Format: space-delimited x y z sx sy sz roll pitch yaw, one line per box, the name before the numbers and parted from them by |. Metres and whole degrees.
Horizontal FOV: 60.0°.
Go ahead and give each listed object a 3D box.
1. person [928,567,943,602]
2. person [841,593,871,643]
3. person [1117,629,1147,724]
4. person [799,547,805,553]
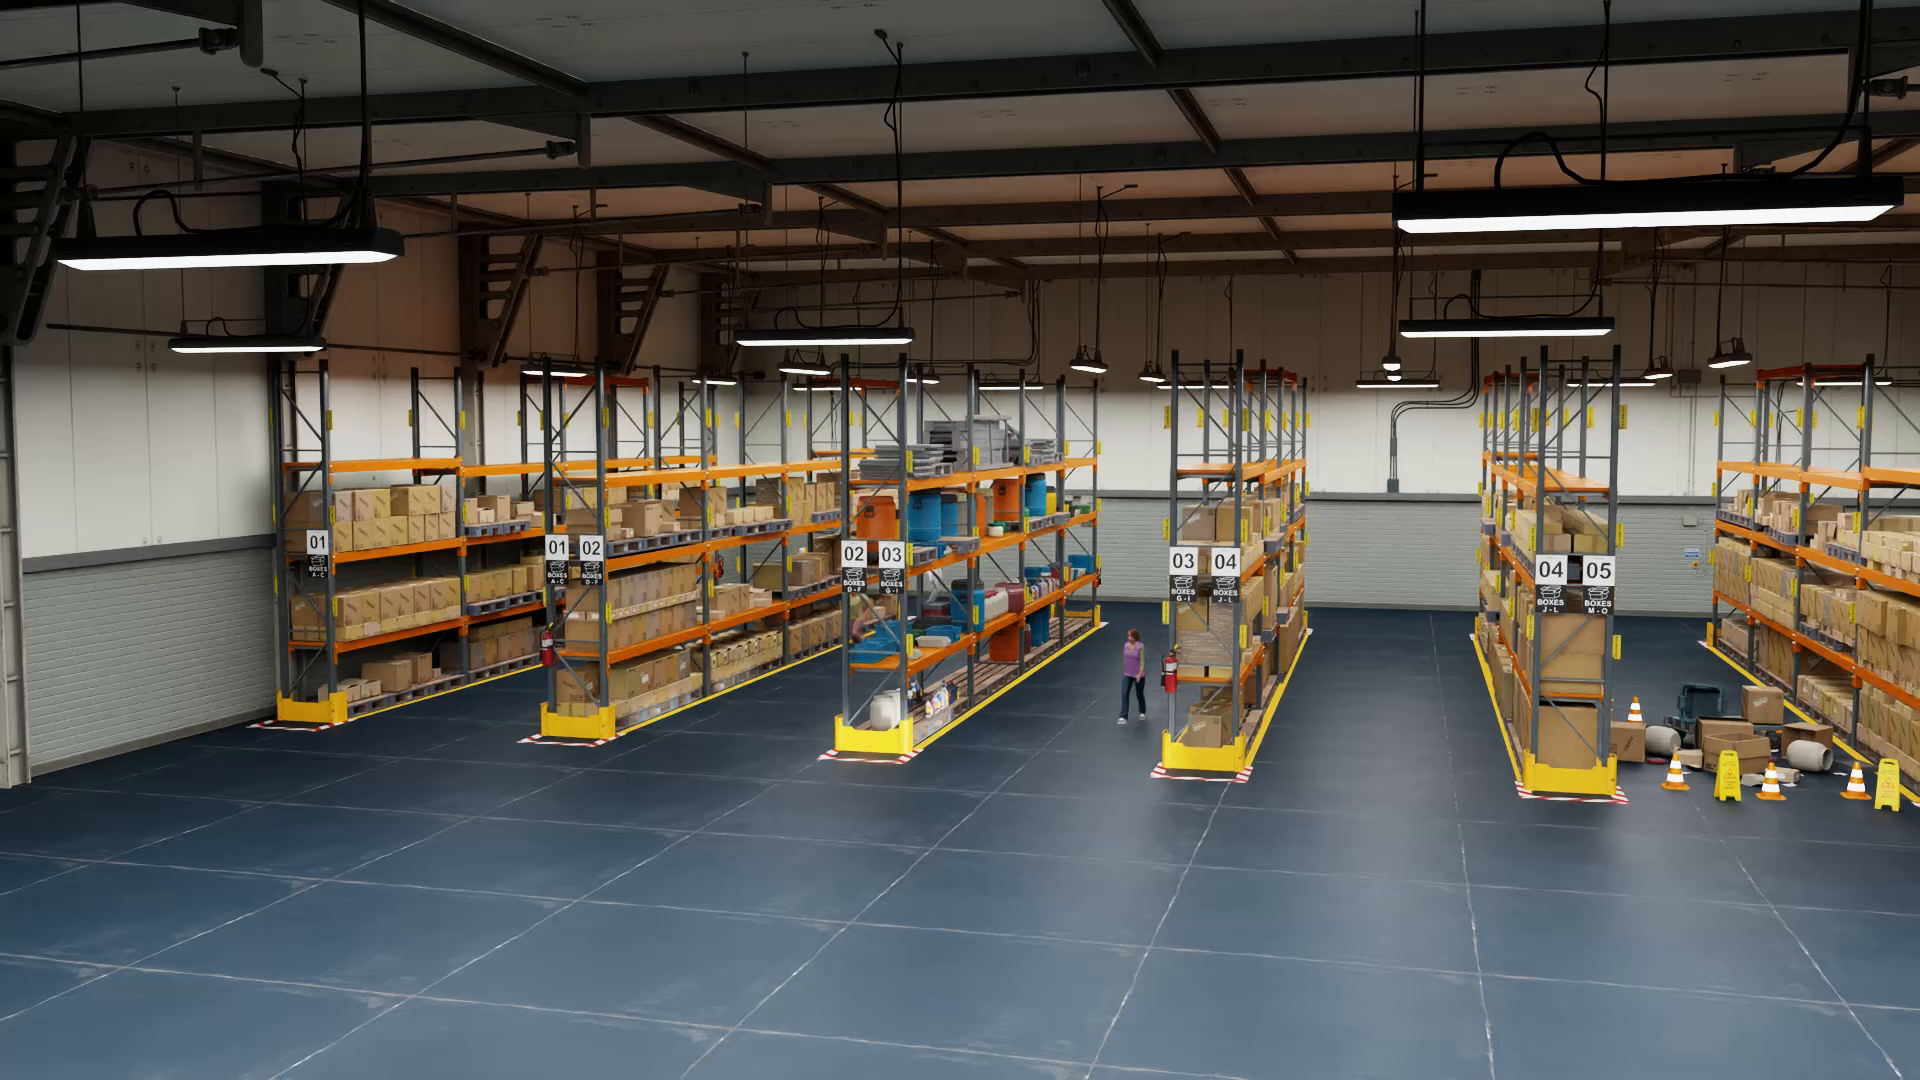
person | -0.646 0.967 44.324 0.395 1.686 0.501 1 4 16
person | -2.193 1.676 35.317 0.571 1.583 0.694 2 5 24
person | 2.844 2.237 27.385 0.436 1.551 0.903 2 5 28
person | -4.014 1.083 42.090 0.481 1.791 0.589 -1 4 -18
